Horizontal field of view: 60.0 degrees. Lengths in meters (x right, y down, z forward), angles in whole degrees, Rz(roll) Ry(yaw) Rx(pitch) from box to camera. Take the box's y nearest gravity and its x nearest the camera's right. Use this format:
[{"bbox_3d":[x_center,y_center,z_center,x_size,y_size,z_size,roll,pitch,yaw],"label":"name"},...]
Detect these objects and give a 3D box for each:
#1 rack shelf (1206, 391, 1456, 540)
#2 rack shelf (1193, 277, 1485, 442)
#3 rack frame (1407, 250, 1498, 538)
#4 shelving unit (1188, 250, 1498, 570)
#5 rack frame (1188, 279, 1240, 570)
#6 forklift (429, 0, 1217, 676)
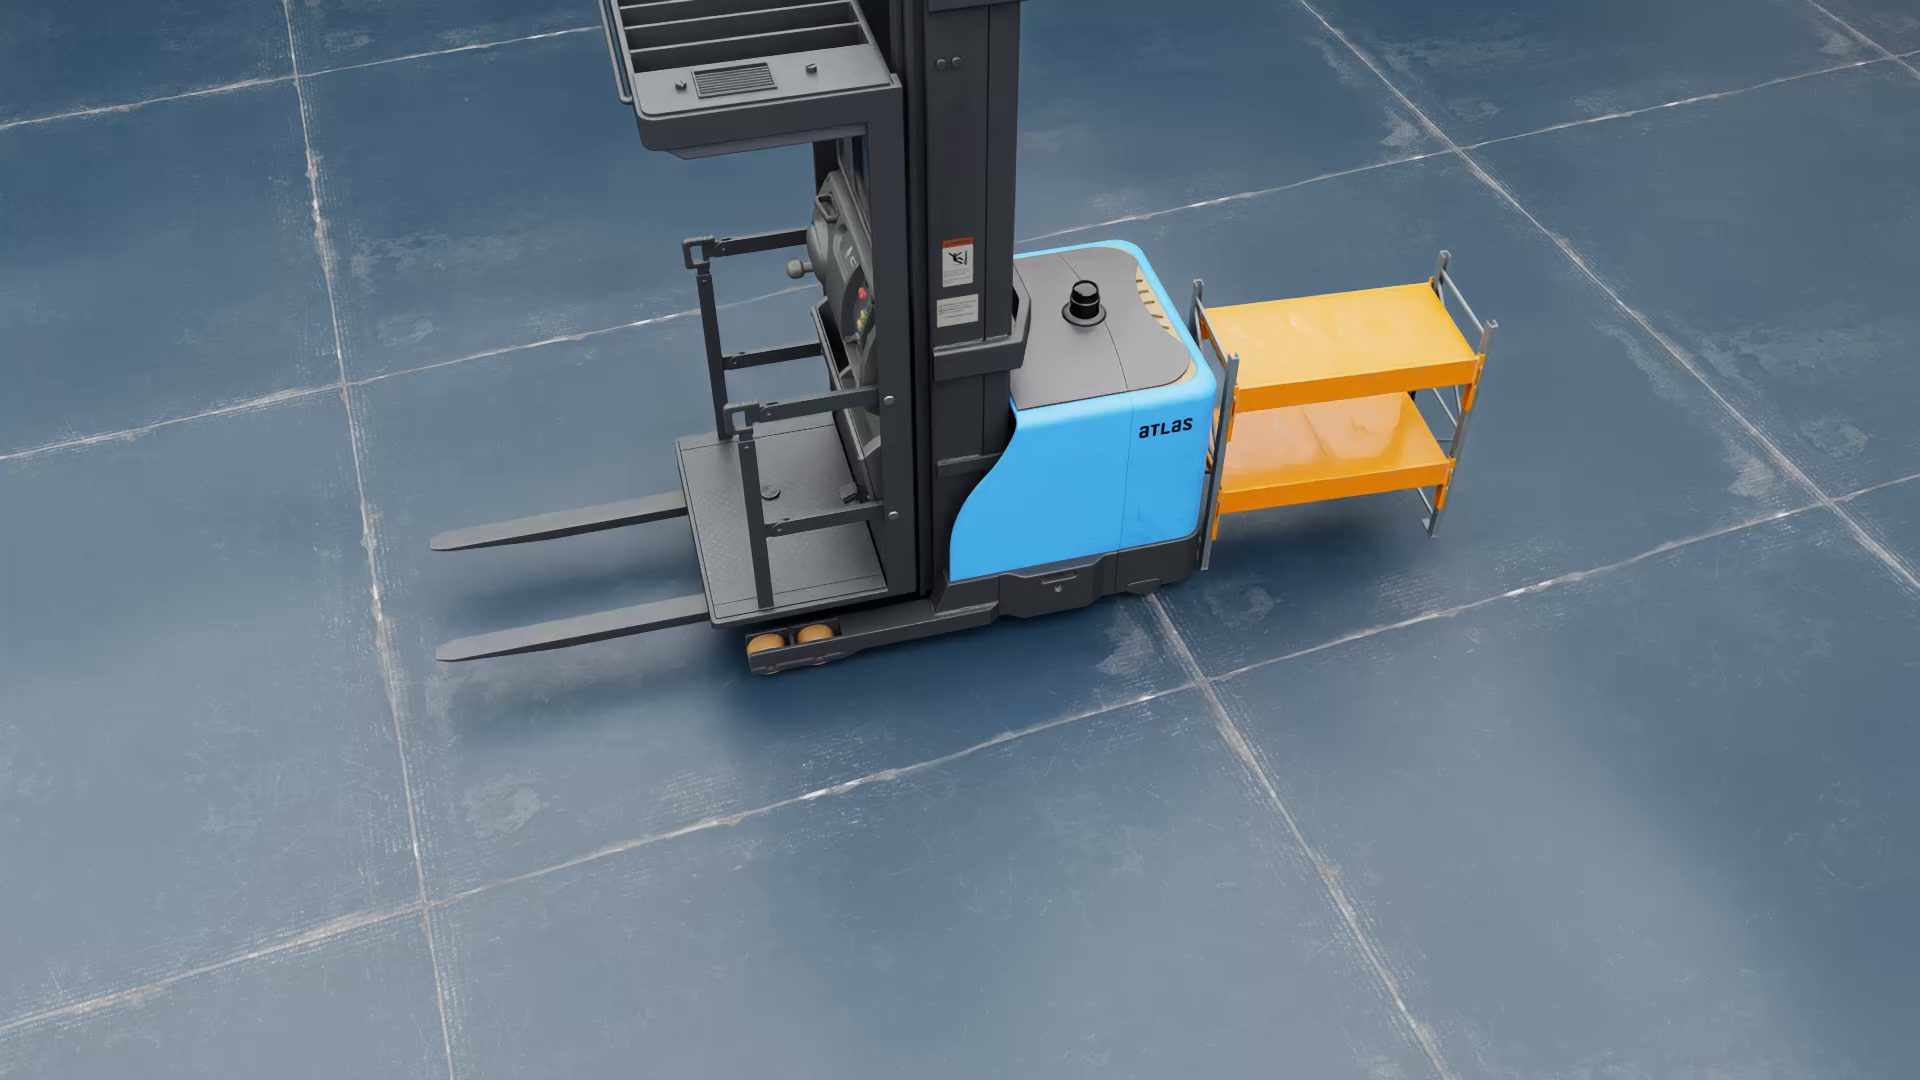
[{"bbox_3d":[1.472,-0.341,6.950,1.000,0.278,0.538,-8,46,-8],"label":"rack shelf"},{"bbox_3d":[1.472,-0.720,6.569,1.000,0.278,0.538,-8,46,-8],"label":"rack shelf"},{"bbox_3d":[1.971,-0.581,6.844,0.032,1.125,0.500,-8,46,-8],"label":"rack frame"},{"bbox_3d":[1.472,-0.513,6.777,1.048,1.125,0.538,-8,46,-8],"label":"shelving unit"},{"bbox_3d":[0.972,-0.446,6.709,0.032,1.125,0.500,-8,46,-8],"label":"rack frame"},{"bbox_3d":[-0.605,-0.923,5.910,3.031,2.935,1.130,-10,46,-10],"label":"forklift"}]
